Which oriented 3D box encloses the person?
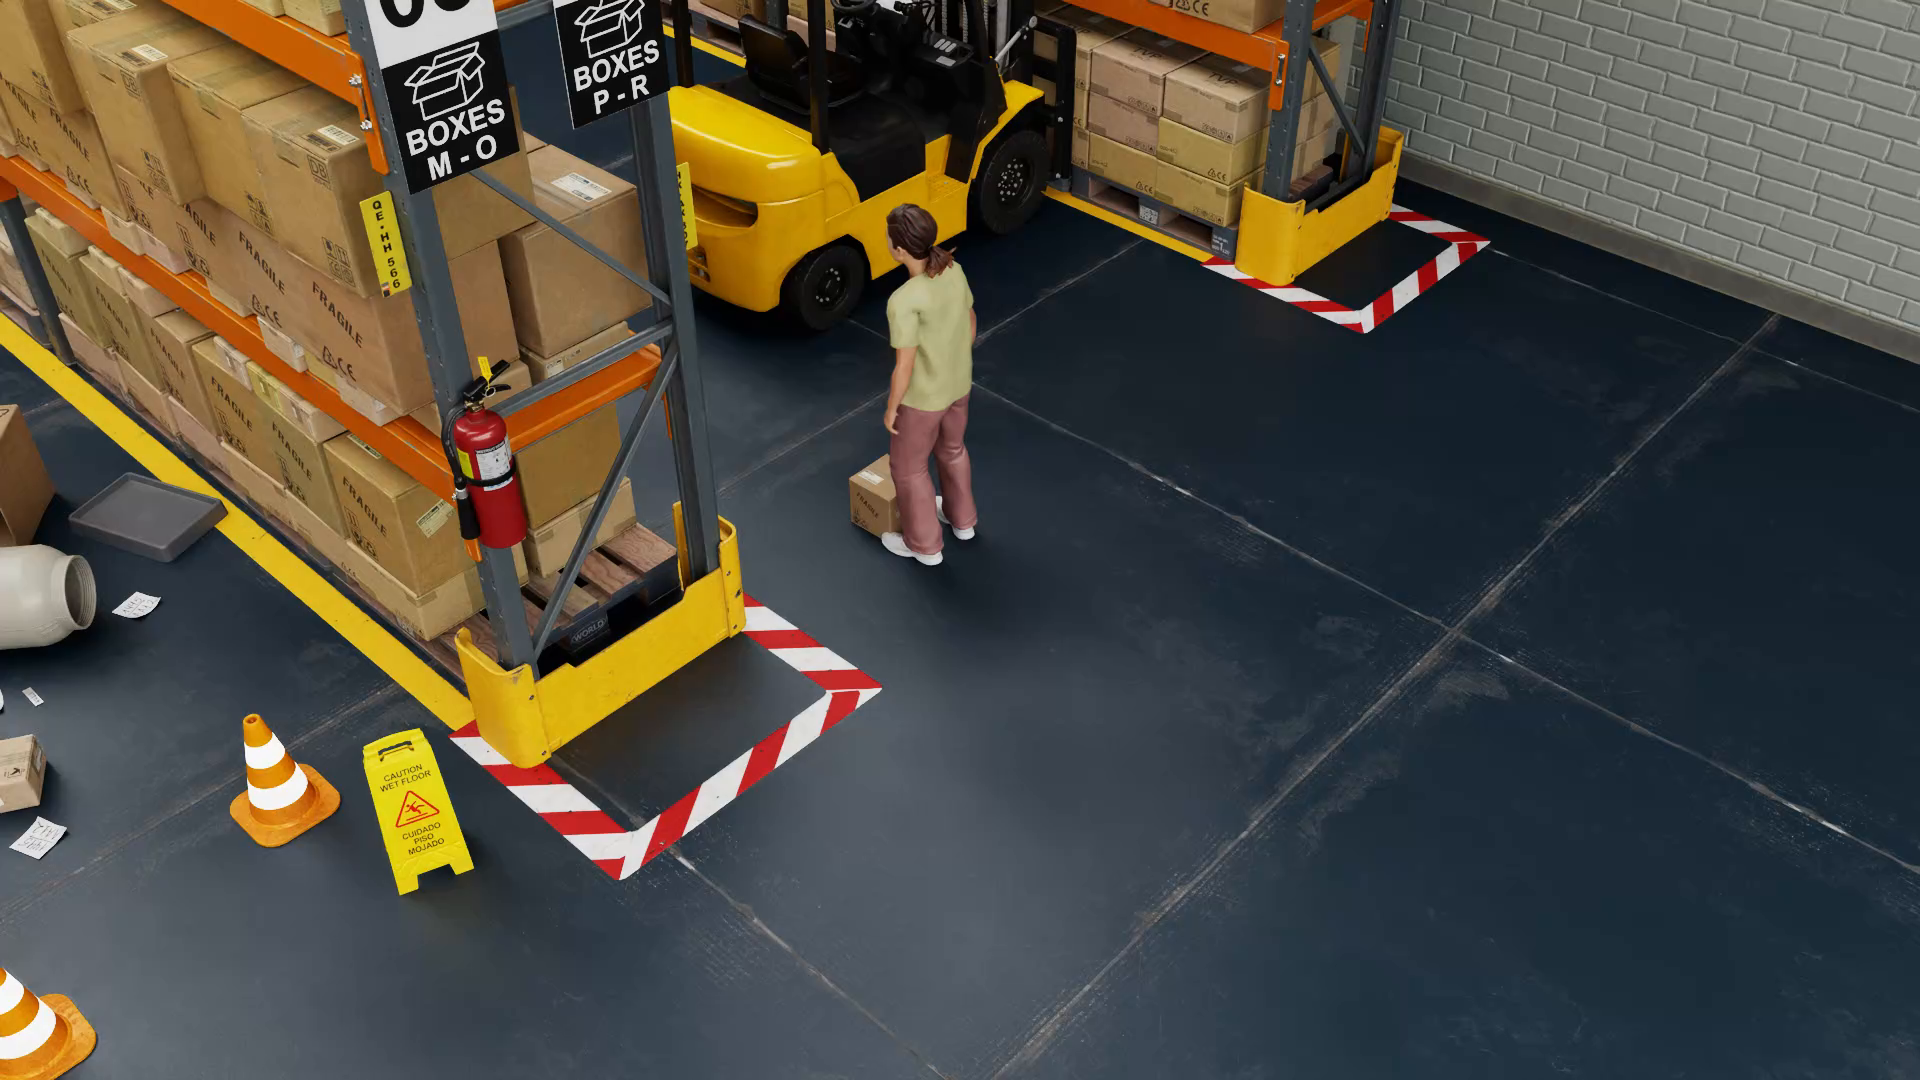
[{"bbox_3d":[-0.136,-0.629,6.919,0.353,1.672,0.521,28,47,29],"label":"person"}]
